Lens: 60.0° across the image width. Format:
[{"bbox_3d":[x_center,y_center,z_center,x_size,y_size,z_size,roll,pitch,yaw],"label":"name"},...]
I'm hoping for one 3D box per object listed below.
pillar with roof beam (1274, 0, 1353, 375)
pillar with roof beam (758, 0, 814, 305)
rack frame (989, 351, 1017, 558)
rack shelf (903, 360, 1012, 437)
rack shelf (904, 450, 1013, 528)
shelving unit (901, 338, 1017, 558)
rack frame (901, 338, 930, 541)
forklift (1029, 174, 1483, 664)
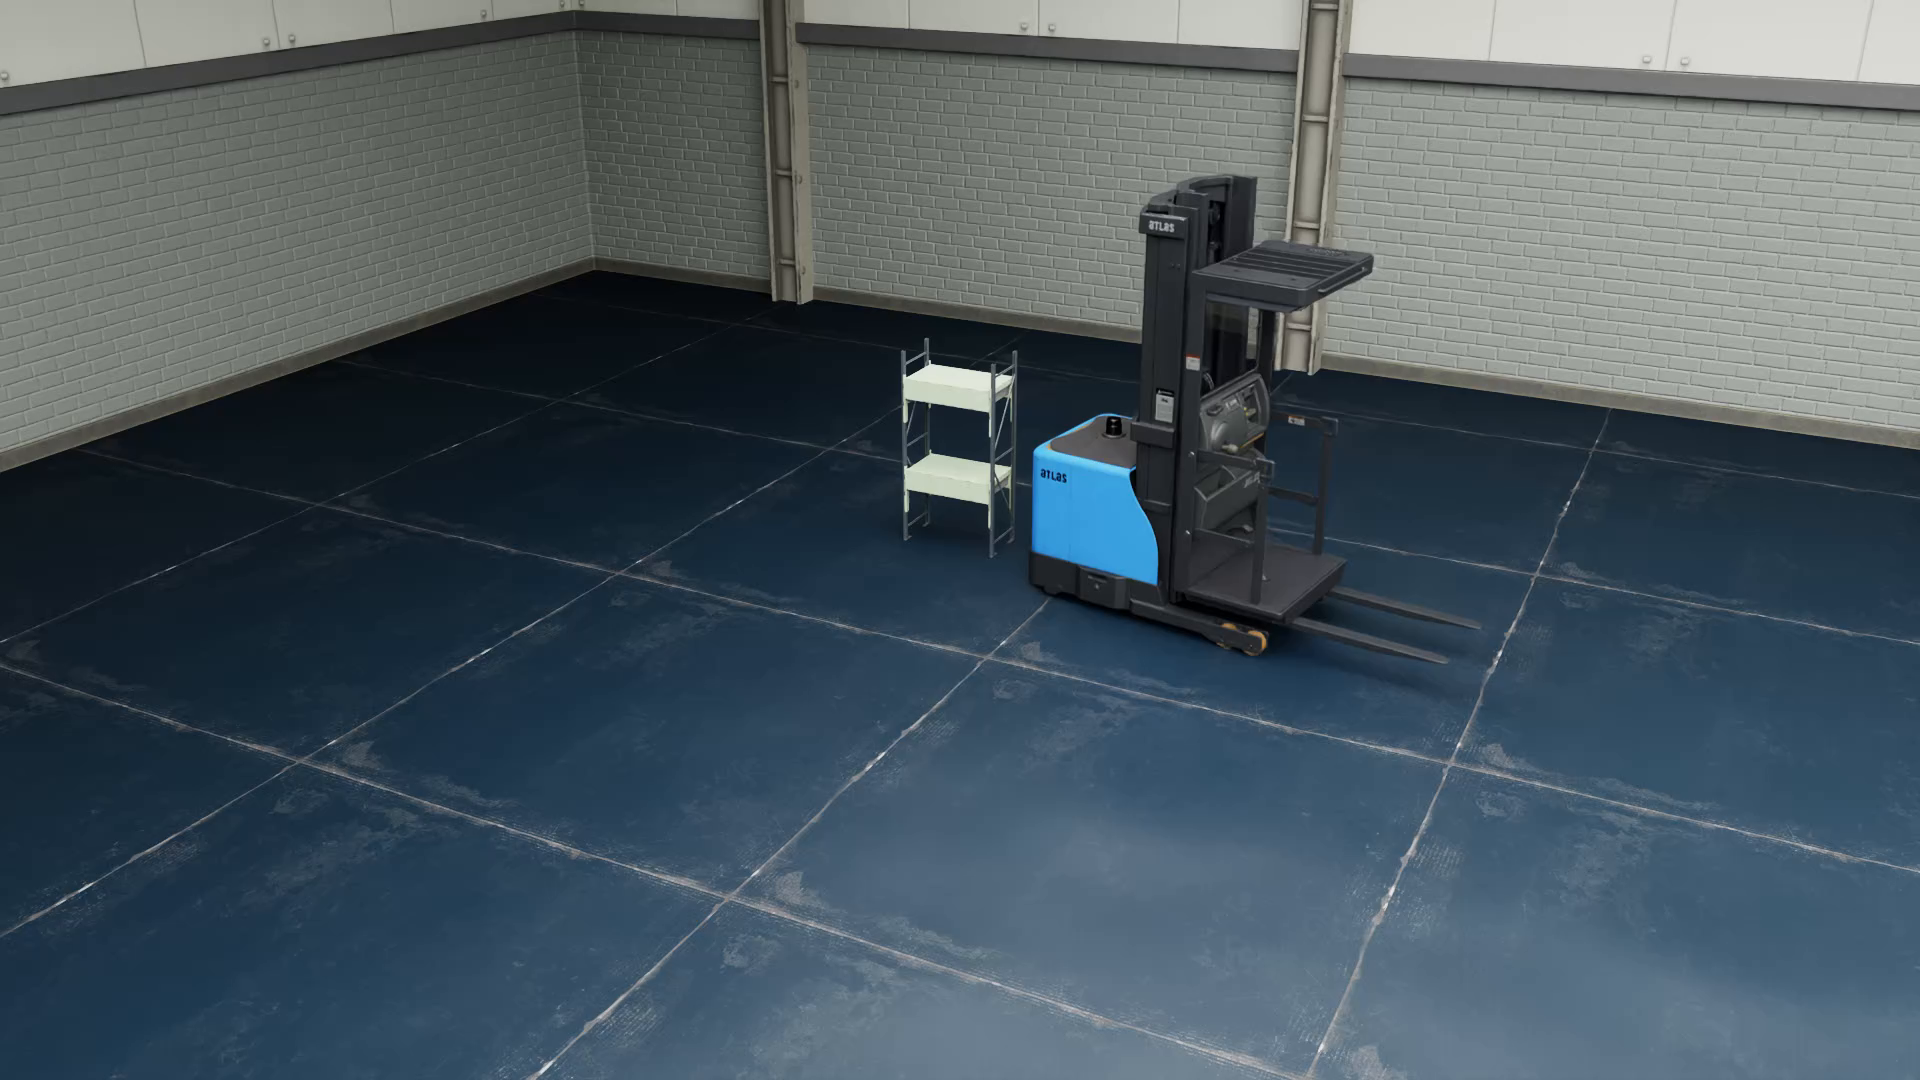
[{"bbox_3d":[1.474,-4.370,11.528,0.400,9.000,9.100,11,25,25],"label":"pillar with roof beam"},{"bbox_3d":[-3.880,-5.430,14.019,0.400,9.000,9.100,11,25,25],"label":"pillar with roof beam"},{"bbox_3d":[0.321,-0.627,12.307,0.023,1.500,0.400,11,25,25],"label":"rack frame"},{"bbox_3d":[-0.006,-1.050,12.307,0.720,0.370,0.431,11,25,25],"label":"rack shelf"},{"bbox_3d":[-0.006,-0.391,12.587,0.720,0.370,0.431,11,25,25],"label":"rack shelf"},{"bbox_3d":[-0.006,-0.691,12.459,0.755,1.500,0.431,11,25,25],"label":"shelving unit"},{"bbox_3d":[-0.333,-0.756,12.611,0.023,1.500,0.400,11,25,25],"label":"rack frame"},{"bbox_3d":[1.991,-0.820,10.933,3.031,2.935,1.130,15,27,32],"label":"forklift"}]
